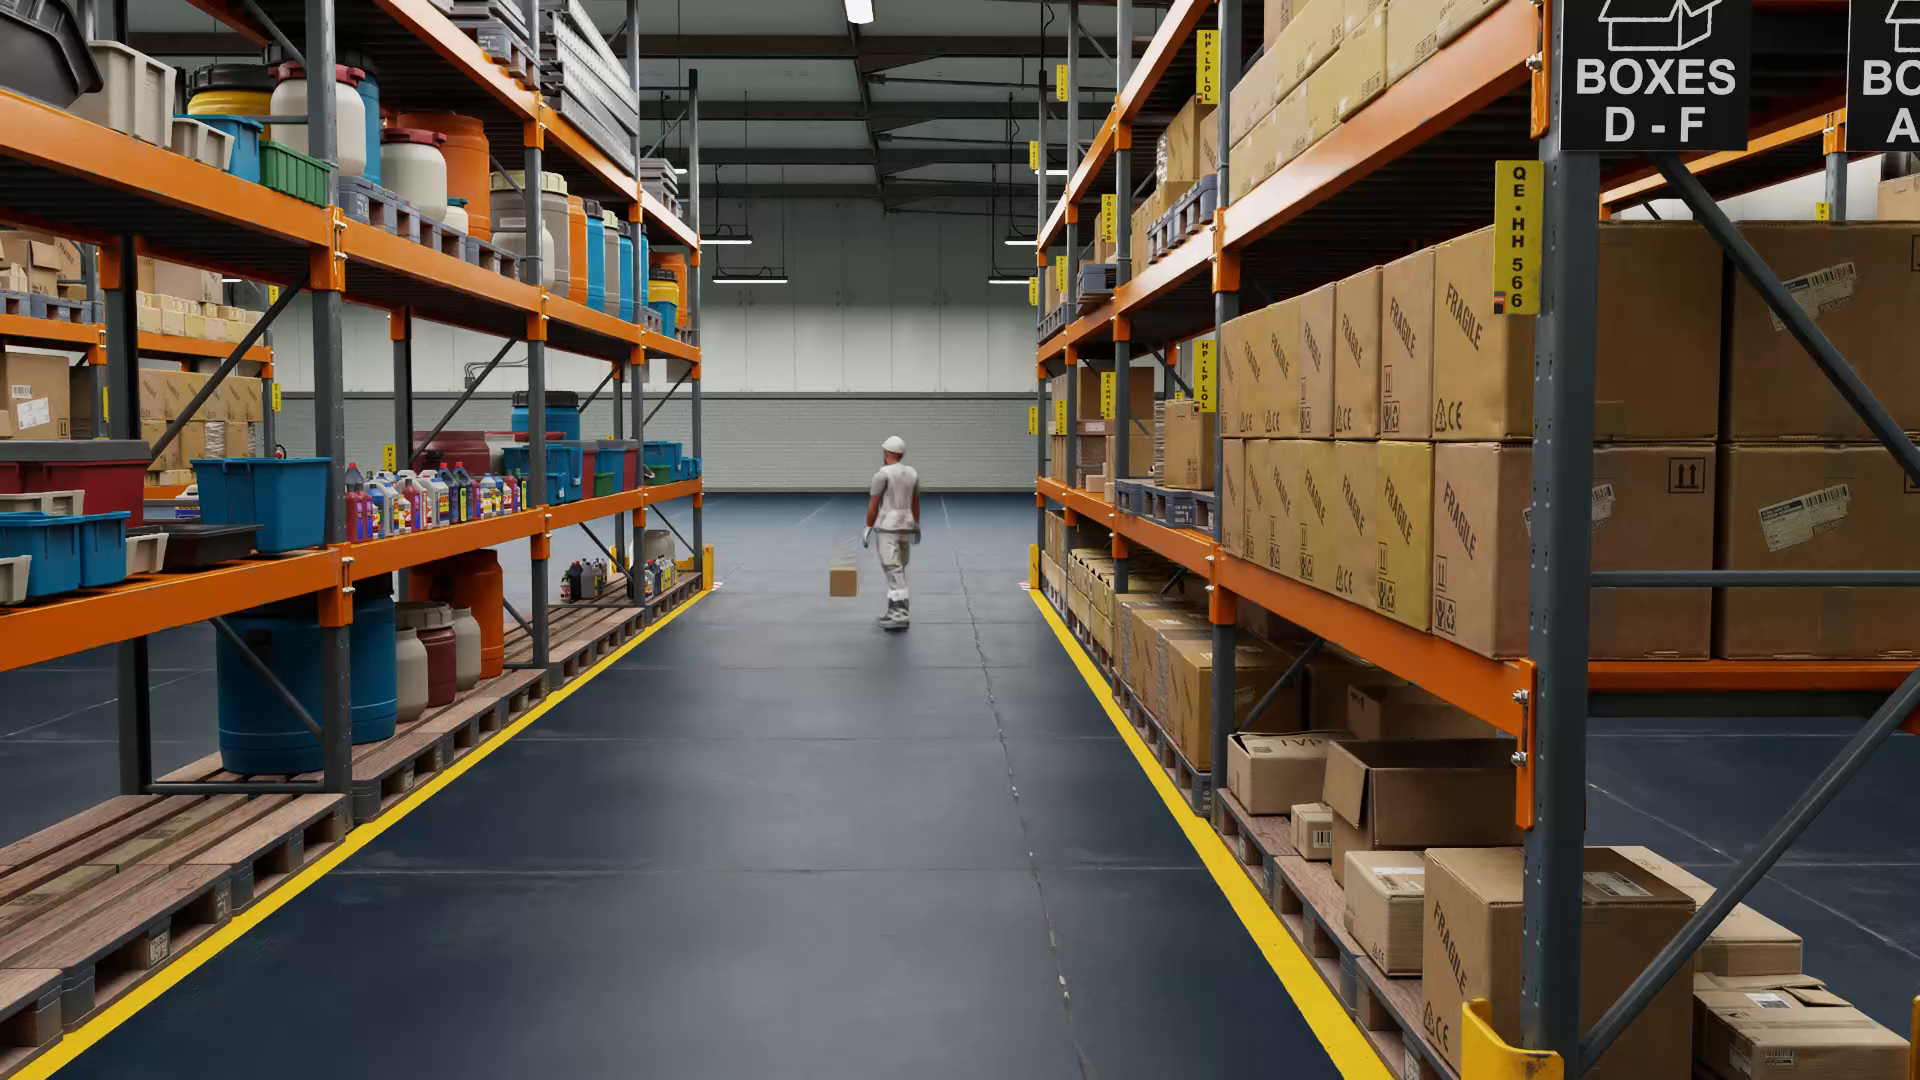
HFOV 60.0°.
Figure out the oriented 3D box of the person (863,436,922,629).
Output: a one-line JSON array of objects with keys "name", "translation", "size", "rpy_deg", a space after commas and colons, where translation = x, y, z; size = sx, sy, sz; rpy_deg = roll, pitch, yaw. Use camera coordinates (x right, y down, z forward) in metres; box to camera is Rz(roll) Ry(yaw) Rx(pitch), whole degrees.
[{"name": "person", "translation": [-0.622, -0.077, 15.604], "size": [0.635, 1.792, 0.673], "rpy_deg": [4, 5, 45]}]
